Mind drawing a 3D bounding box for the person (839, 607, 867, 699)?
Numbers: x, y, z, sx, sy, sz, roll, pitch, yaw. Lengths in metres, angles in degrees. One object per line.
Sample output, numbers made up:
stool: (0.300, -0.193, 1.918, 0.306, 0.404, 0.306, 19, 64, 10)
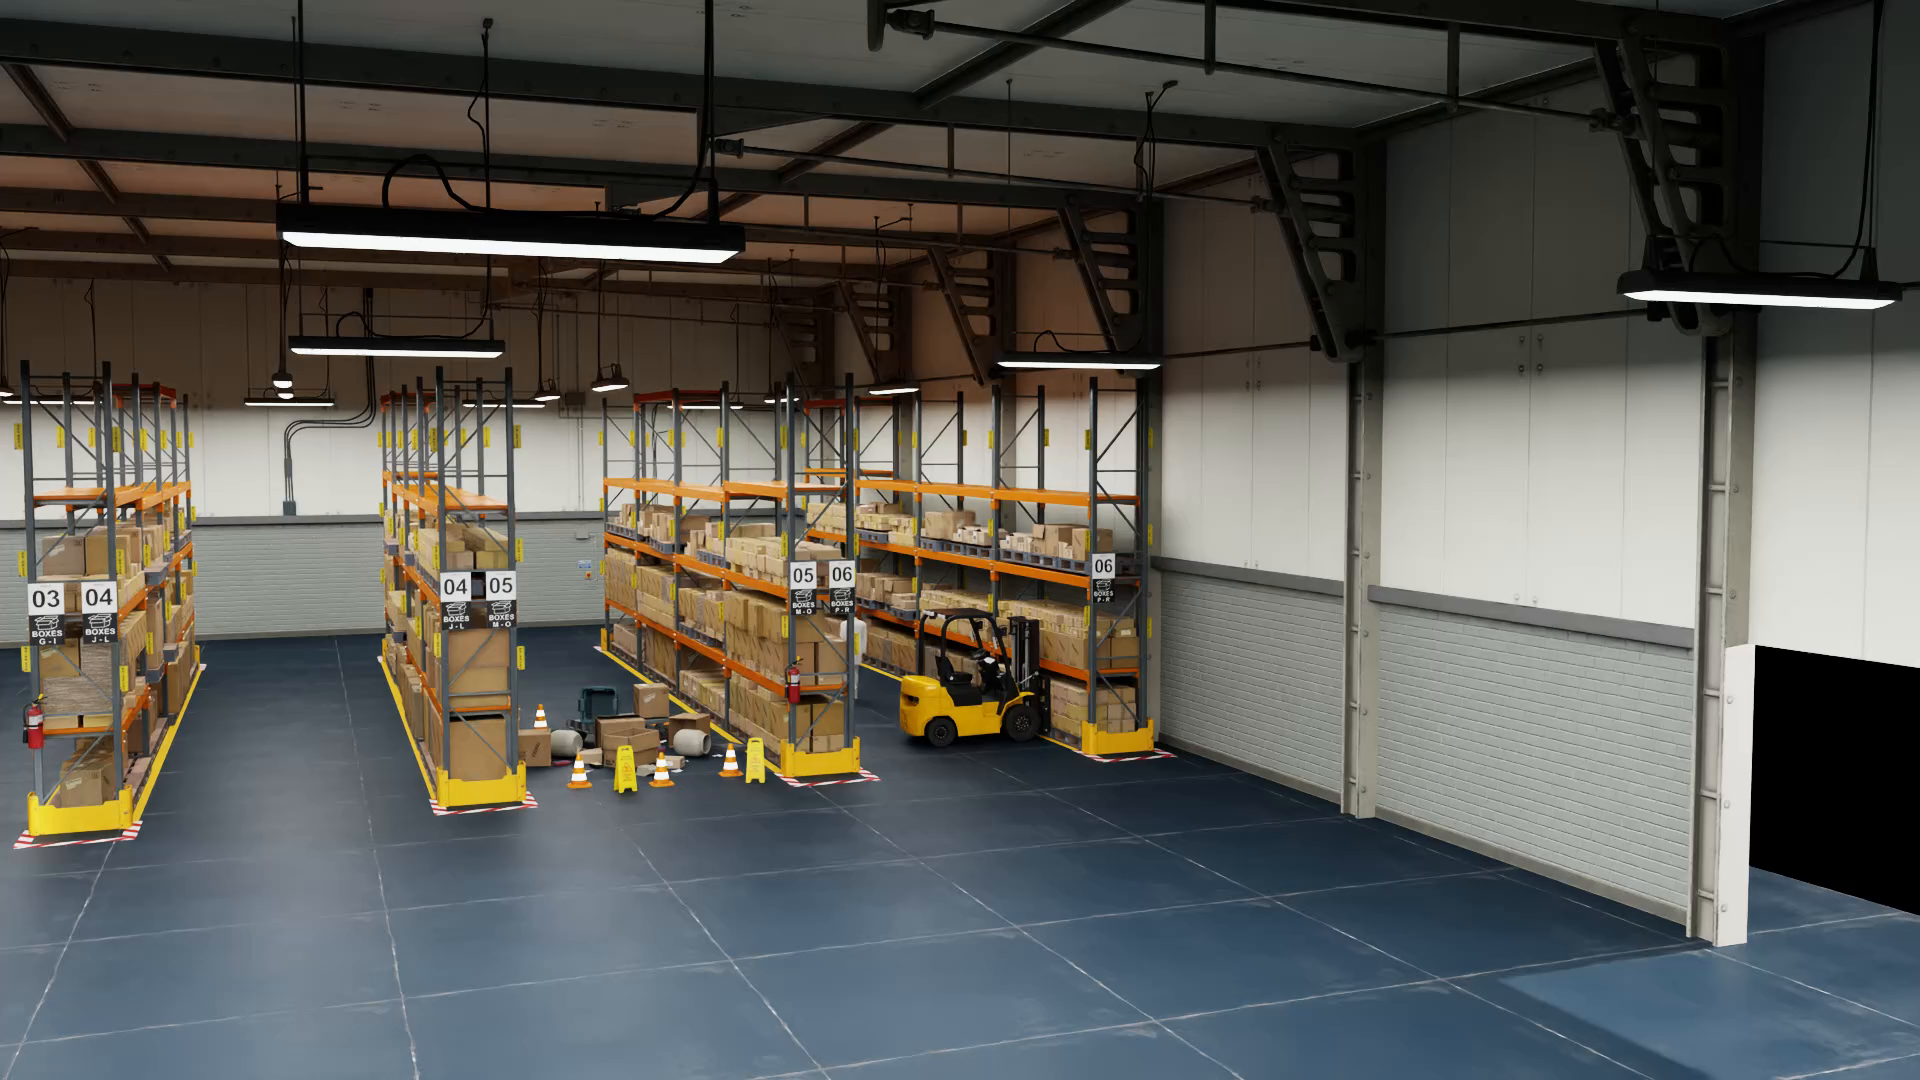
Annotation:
person: (-2.085, 2.173, 32.087, 0.627, 1.777, 0.510, -2, 4, -24)
